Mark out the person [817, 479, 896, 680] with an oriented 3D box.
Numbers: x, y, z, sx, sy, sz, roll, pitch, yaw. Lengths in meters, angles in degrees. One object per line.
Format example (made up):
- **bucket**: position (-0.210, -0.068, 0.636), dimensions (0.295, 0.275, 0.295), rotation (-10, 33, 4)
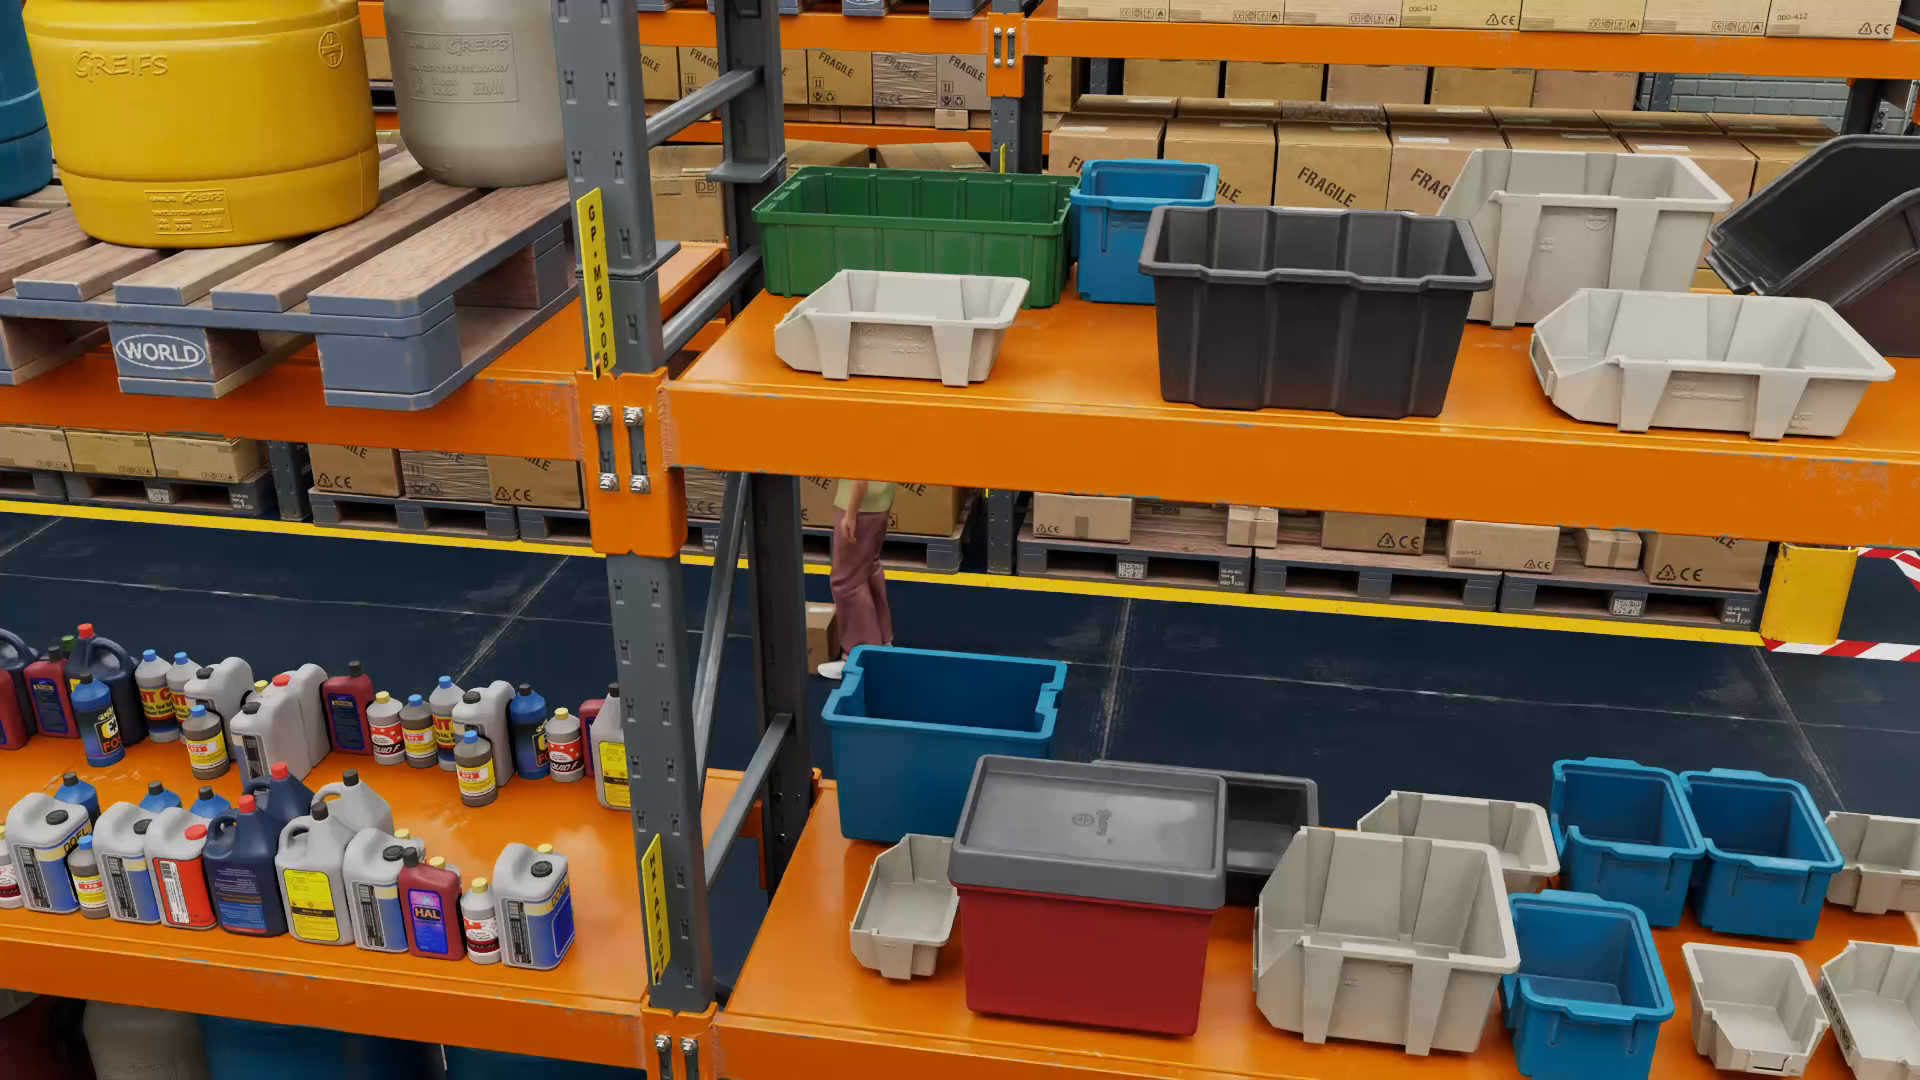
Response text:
- **person**: position (-0.466, -0.170, 7.475), dimensions (0.363, 1.672, 0.501), rotation (3, 25, 7)
